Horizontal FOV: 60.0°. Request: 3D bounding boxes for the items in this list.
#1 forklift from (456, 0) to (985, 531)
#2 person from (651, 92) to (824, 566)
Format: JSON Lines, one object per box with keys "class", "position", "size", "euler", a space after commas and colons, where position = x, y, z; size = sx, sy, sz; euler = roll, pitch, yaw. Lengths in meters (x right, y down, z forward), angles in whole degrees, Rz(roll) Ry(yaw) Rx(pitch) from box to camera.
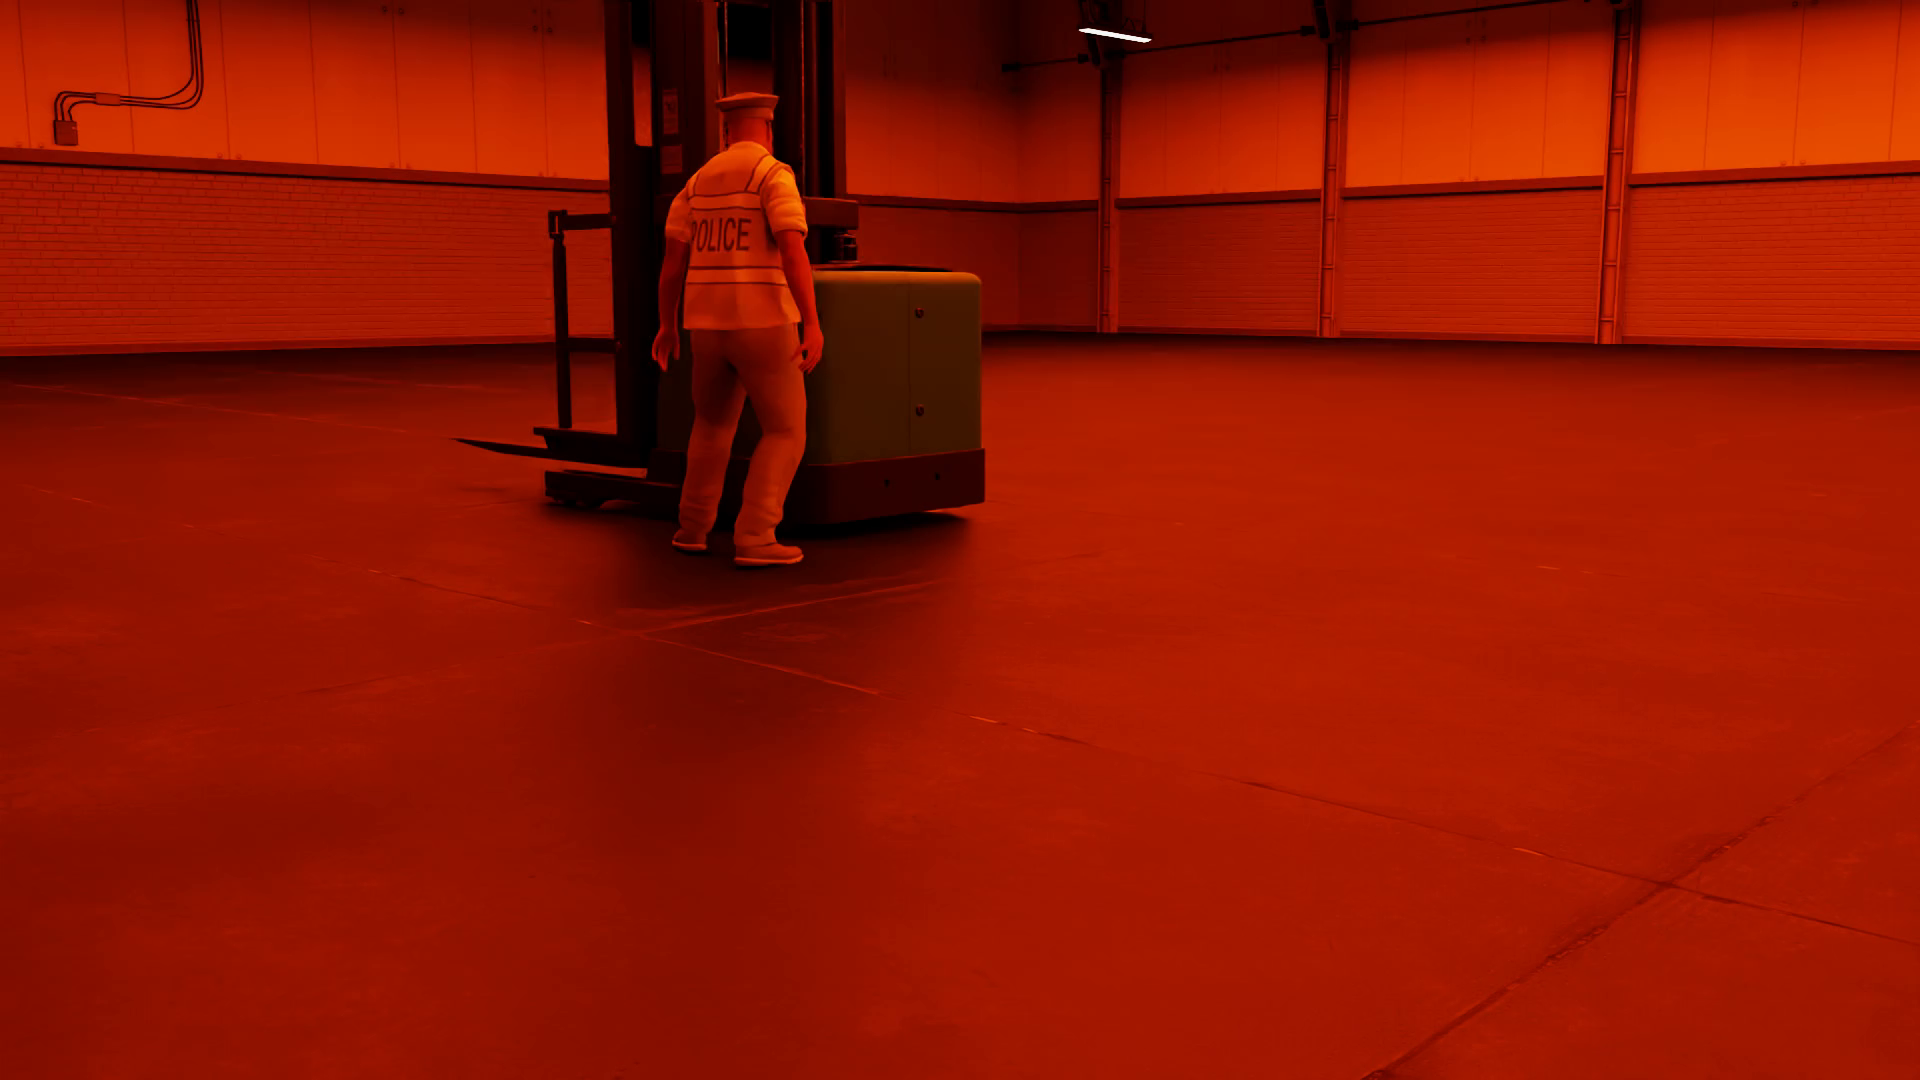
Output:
{"class": "forklift", "position": [-1.315, -1.644, 7.793], "size": [3.031, 2.935, 1.130], "euler": [8, 12, 42]}
{"class": "person", "position": [-0.812, -0.773, 6.127], "size": [0.874, 1.722, 0.425], "euler": [5, 10, 32]}
